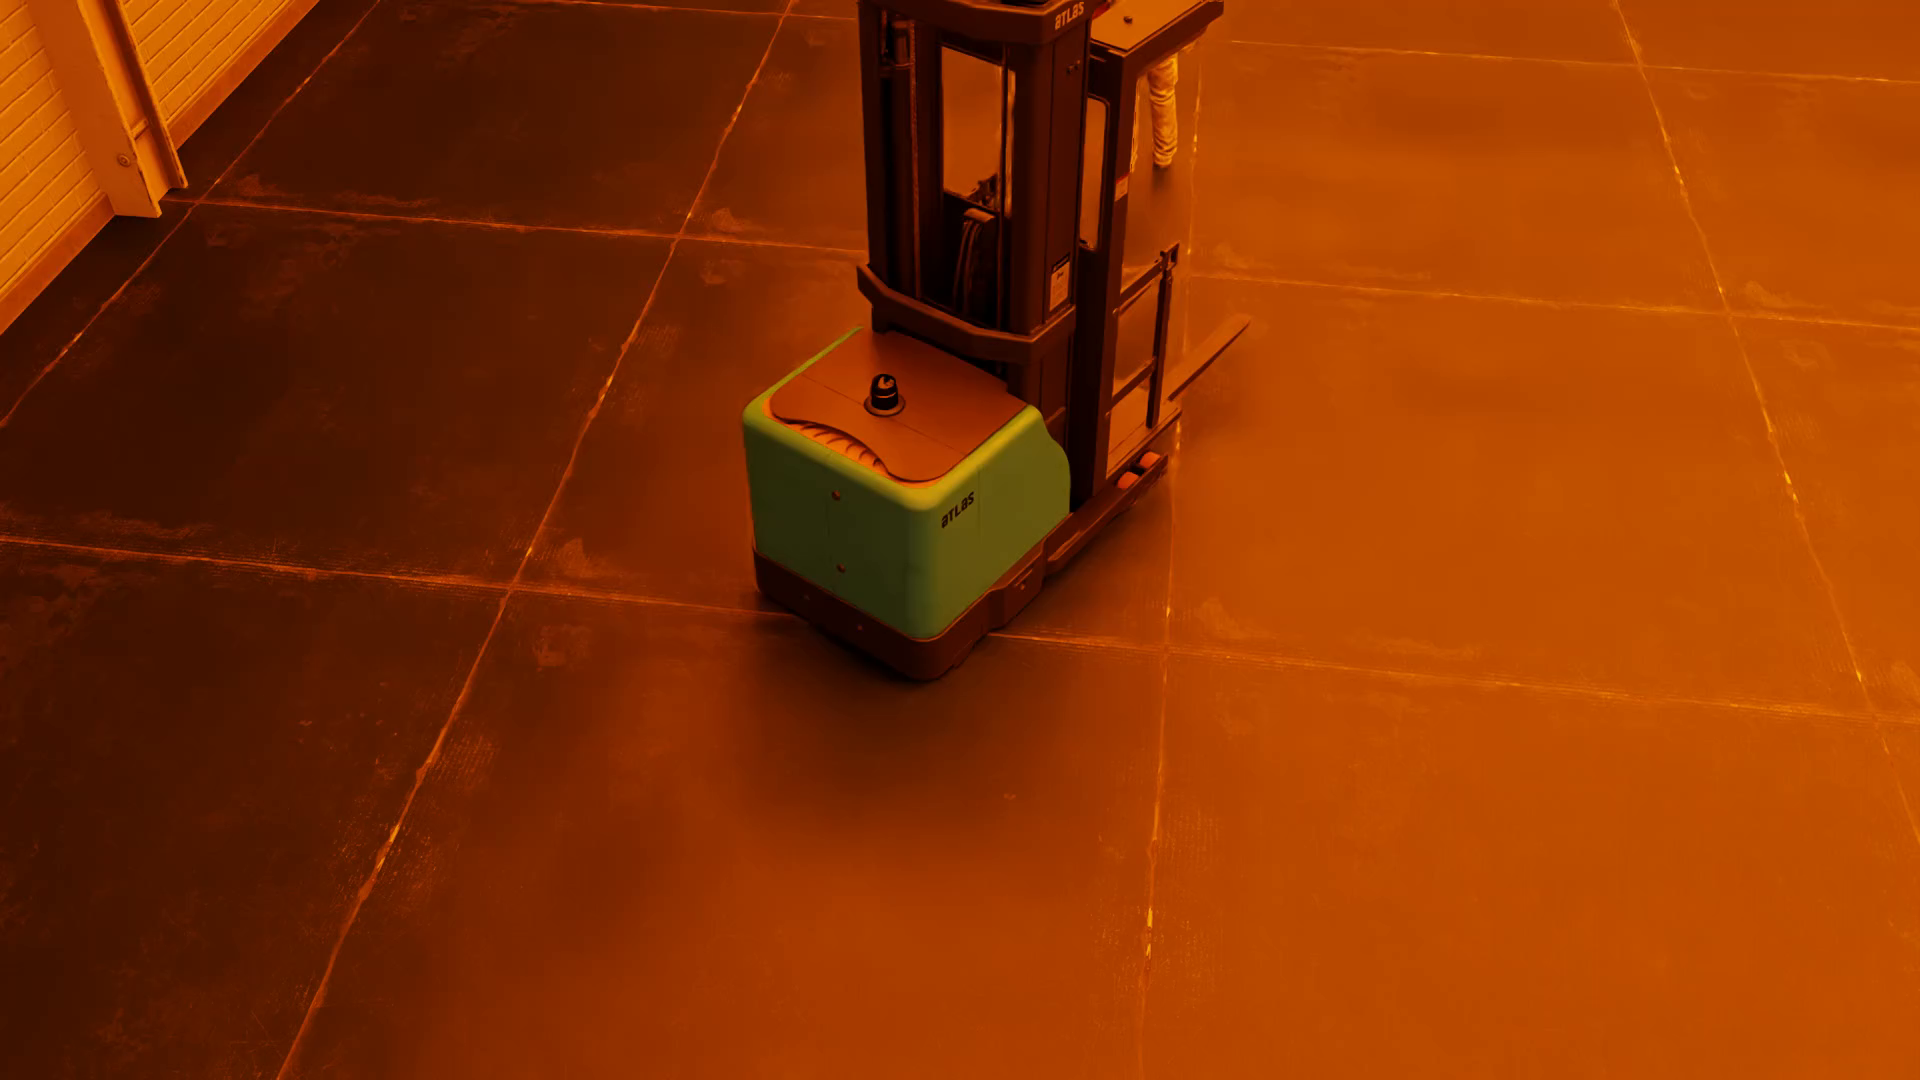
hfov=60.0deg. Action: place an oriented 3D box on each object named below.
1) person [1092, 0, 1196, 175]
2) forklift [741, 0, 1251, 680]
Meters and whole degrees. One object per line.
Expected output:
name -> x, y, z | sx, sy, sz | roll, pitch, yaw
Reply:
person -> 1.076, -3.004, 9.838 | 0.653, 1.787, 0.549 | -3, 43, -4
forklift -> 0.365, -1.425, 7.276 | 1.130, 2.935, 3.031 | 27, 49, 27
